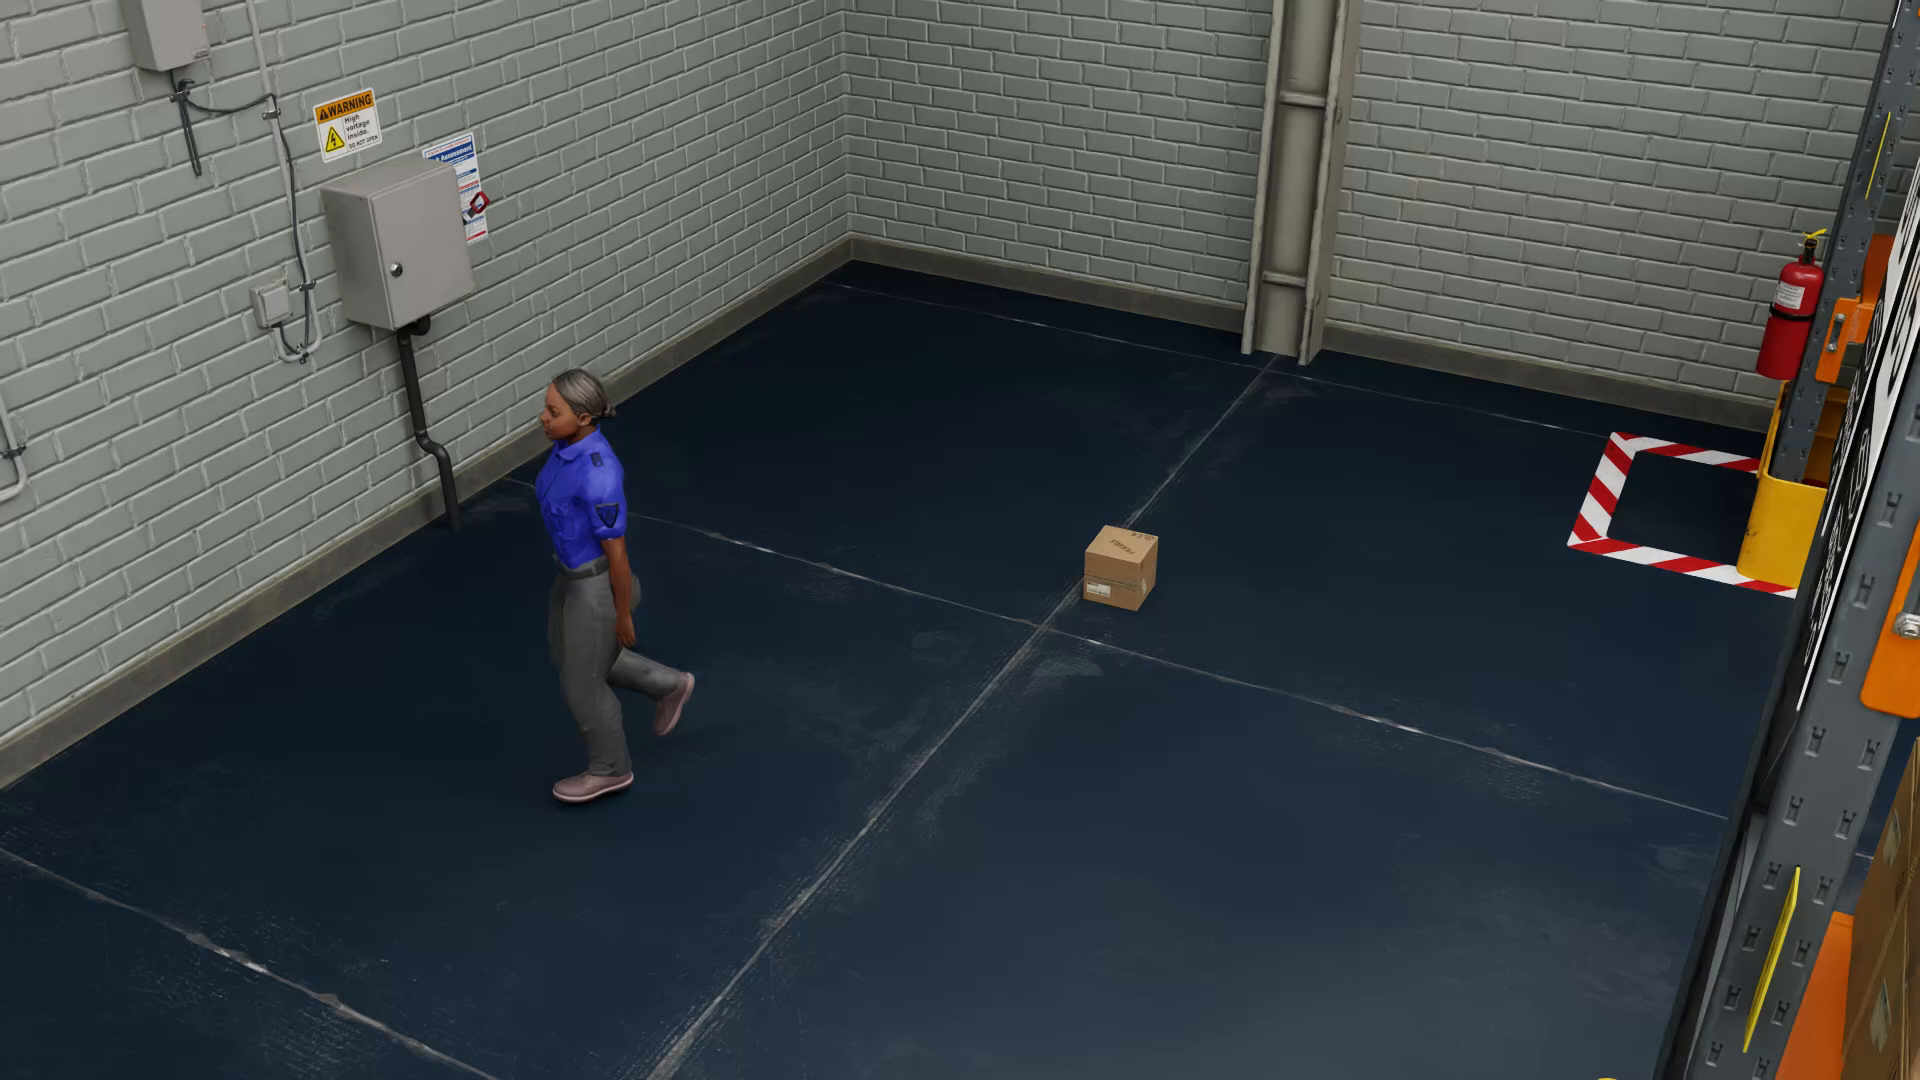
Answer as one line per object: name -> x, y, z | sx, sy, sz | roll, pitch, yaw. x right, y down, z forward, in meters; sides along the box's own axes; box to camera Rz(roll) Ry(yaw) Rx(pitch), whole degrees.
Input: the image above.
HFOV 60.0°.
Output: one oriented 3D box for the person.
person -> -1.239, 0.154, 5.826 | 0.592, 1.640, 0.442 | -12, 32, -20
